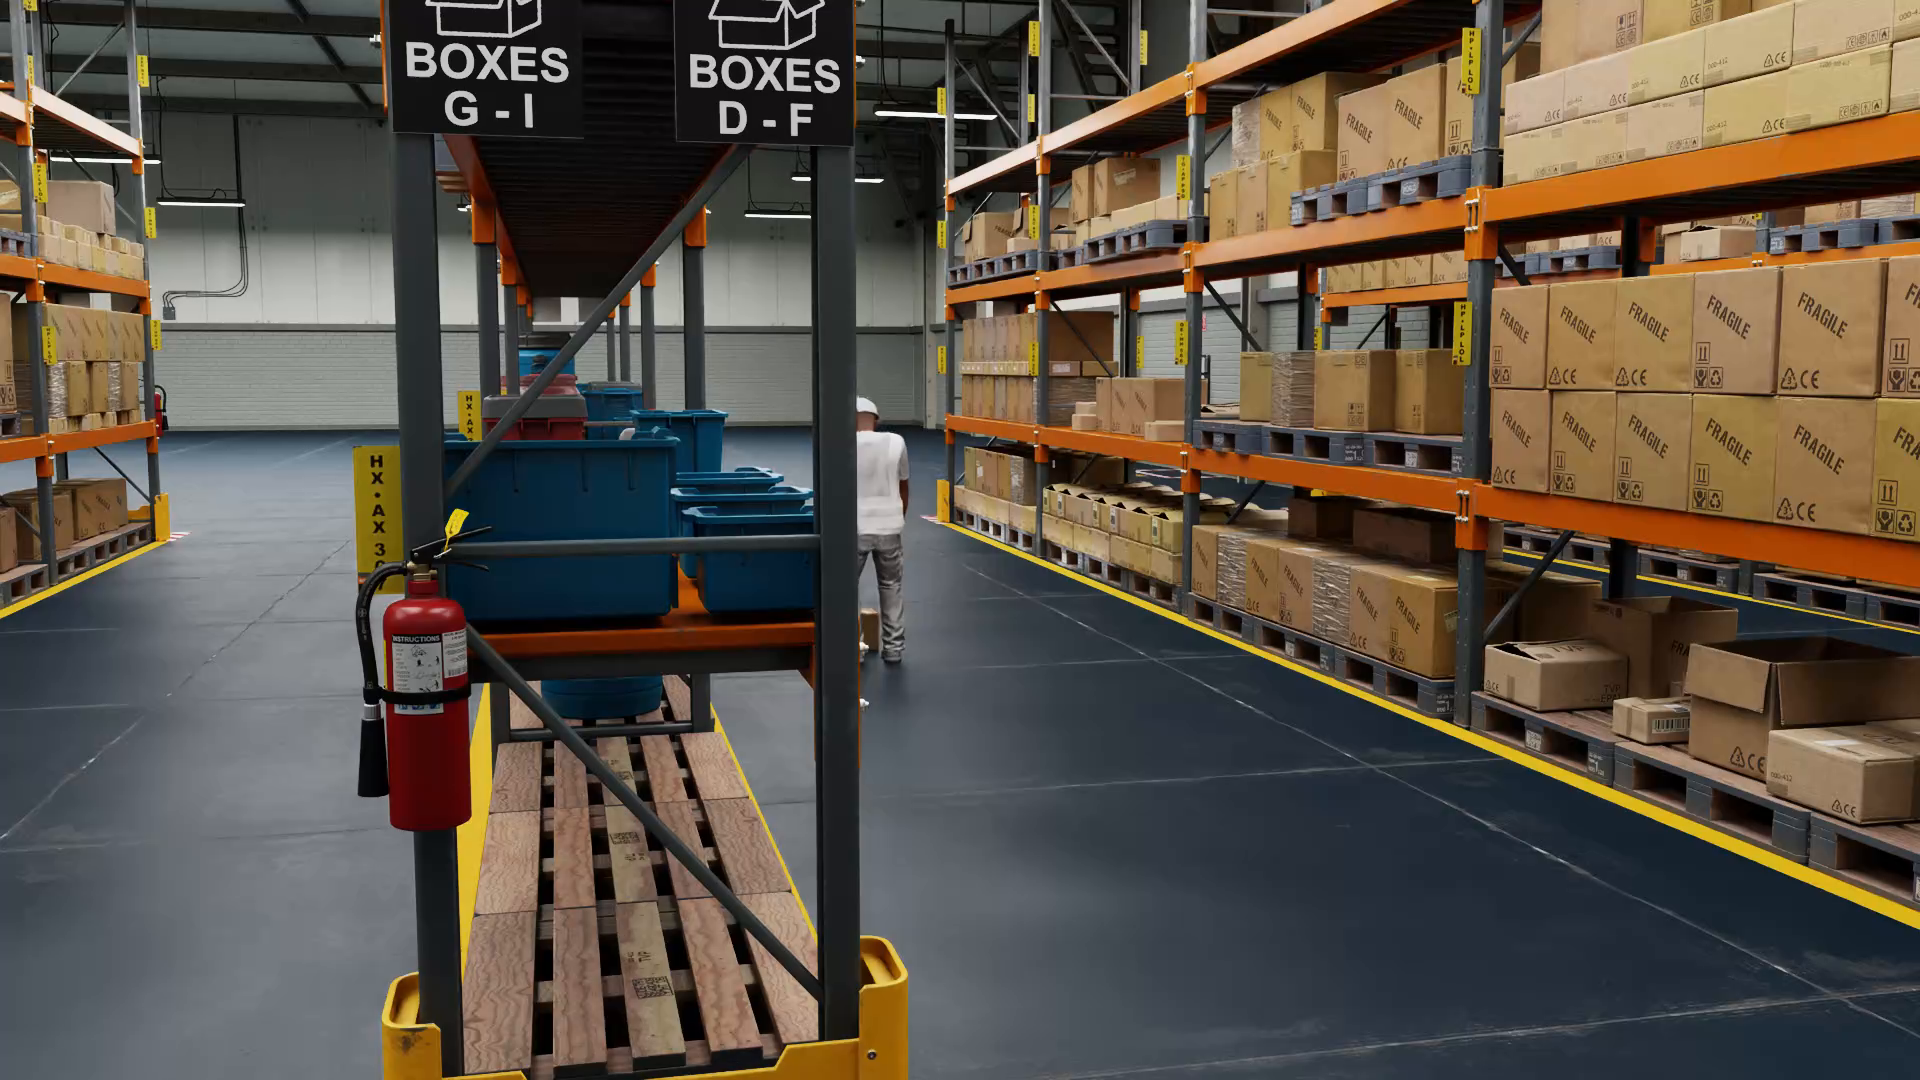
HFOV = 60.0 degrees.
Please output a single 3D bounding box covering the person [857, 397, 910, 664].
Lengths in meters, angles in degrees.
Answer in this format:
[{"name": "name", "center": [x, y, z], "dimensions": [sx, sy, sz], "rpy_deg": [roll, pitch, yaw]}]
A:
[{"name": "person", "center": [-0.614, -0.065, 10.779], "dimensions": [0.580, 1.709, 0.497], "rpy_deg": [-1, 6, -11]}]
